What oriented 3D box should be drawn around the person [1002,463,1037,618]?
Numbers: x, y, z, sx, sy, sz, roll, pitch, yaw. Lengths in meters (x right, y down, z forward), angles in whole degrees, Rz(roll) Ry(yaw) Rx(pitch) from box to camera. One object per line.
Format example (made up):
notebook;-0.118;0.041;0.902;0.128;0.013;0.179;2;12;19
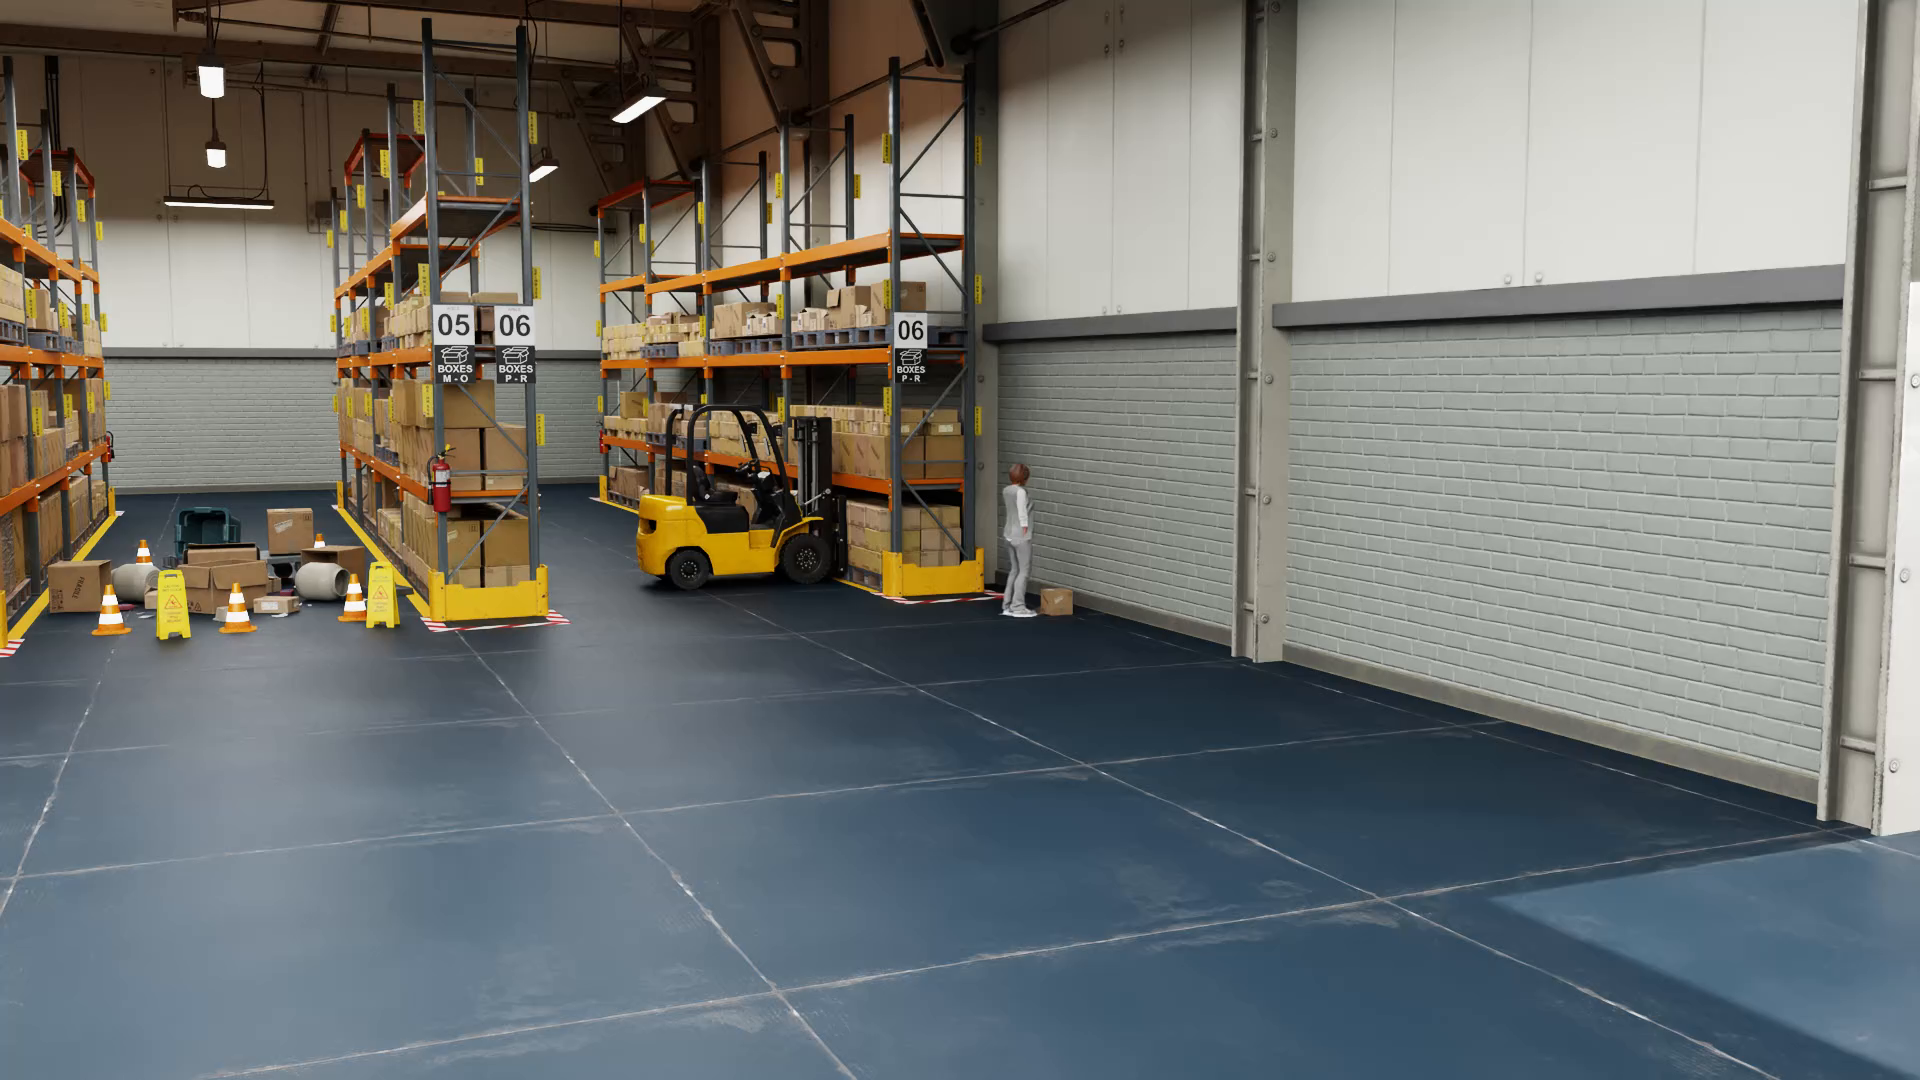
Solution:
person;0.604;0.005;17.244;0.301;1.587;0.407;-2;6;-23
